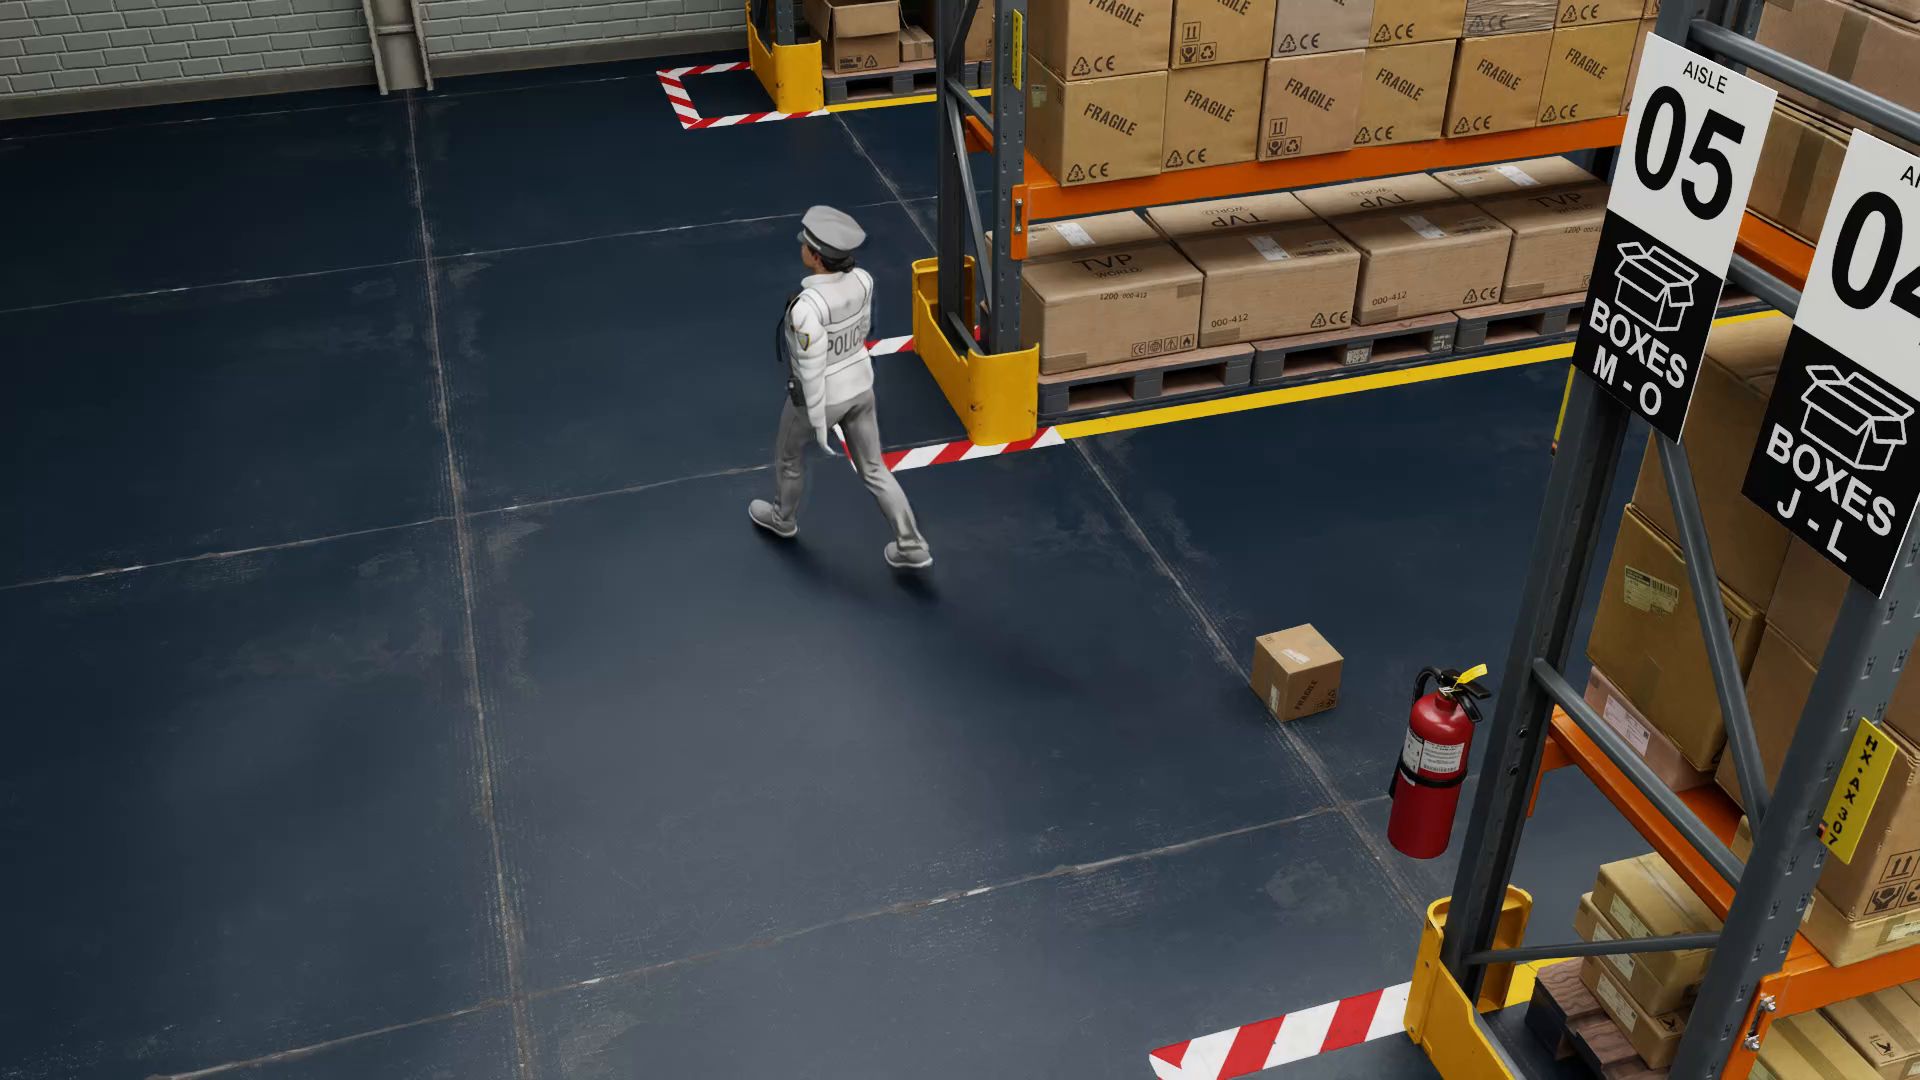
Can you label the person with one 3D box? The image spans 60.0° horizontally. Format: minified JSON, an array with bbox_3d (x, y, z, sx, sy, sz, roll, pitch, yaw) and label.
[{"bbox_3d":[-0.540,-0.641,7.053,1.017,1.634,0.484,28,43,35],"label":"person"}]
